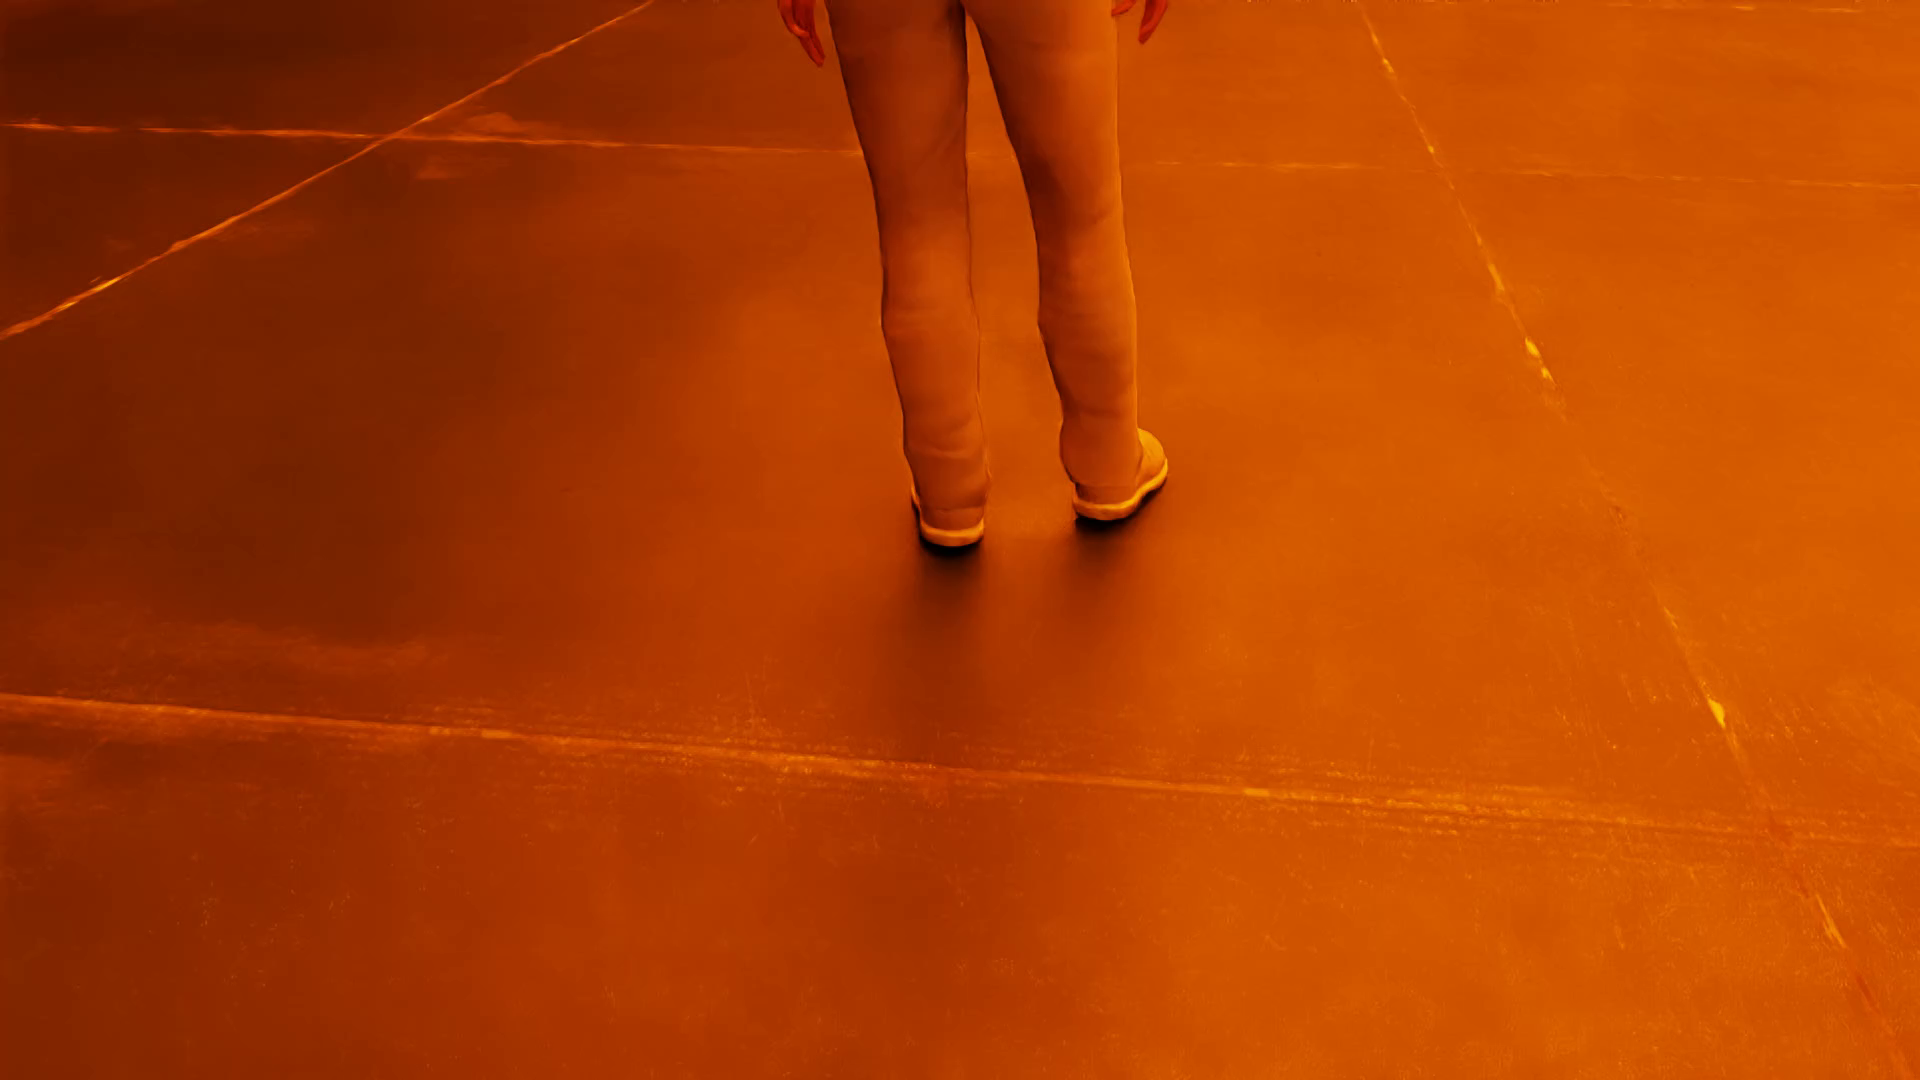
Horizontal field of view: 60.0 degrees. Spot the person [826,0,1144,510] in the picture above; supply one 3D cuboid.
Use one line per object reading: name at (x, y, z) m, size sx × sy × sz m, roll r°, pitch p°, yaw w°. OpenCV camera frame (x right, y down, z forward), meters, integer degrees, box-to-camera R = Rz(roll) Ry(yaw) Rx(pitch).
person at (0.011, -0.797, 2.109) m, size 0.512 × 1.629 × 0.393 m, roll 3°, pitch 27°, yaw 7°
